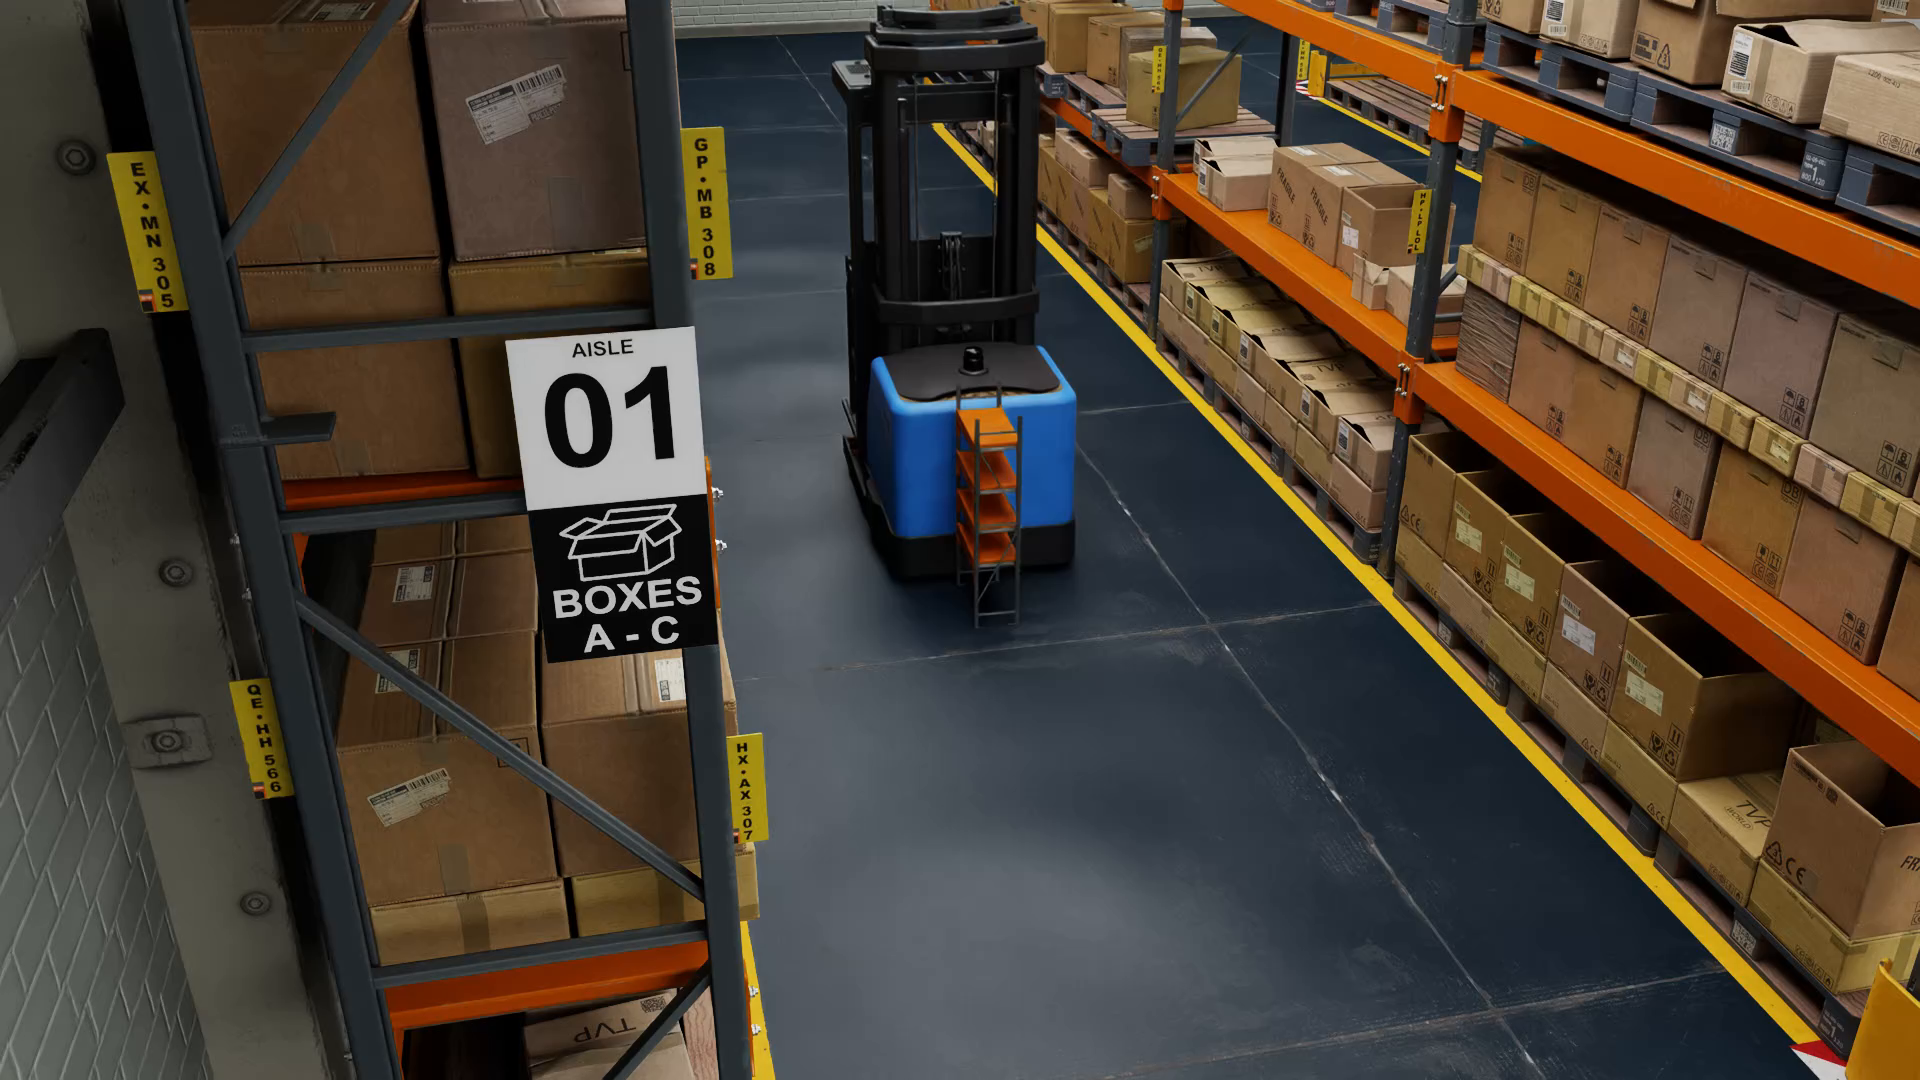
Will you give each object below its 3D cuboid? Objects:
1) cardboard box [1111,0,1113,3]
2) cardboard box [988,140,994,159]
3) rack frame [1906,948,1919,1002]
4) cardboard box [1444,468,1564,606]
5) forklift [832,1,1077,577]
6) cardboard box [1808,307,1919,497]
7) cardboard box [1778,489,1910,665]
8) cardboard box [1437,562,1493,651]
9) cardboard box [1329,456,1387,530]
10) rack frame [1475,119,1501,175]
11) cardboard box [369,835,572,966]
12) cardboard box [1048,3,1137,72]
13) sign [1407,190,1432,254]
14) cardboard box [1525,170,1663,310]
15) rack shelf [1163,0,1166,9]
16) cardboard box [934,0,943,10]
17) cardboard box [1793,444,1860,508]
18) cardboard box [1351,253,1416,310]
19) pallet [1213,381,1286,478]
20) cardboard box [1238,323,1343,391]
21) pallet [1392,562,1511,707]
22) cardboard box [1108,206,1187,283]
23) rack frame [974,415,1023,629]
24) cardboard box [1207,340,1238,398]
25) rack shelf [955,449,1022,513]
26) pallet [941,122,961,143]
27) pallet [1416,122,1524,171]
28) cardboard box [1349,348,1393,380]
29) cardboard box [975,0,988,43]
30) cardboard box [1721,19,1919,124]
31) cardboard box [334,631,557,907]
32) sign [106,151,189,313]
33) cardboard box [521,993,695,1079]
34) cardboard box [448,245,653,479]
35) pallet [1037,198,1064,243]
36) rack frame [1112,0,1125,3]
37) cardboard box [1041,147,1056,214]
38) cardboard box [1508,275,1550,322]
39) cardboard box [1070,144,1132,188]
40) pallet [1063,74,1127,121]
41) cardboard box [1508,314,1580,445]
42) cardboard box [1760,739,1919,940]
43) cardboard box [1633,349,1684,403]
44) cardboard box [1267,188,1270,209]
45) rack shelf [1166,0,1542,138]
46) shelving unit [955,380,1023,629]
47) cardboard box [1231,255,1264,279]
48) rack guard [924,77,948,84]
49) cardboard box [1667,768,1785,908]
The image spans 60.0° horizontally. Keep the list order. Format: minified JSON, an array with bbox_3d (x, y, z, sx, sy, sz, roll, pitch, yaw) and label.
[{"bbox_3d":[1.218,-5.426,15.950,0.500,0.500,0.500,-5,27,-10],"label":"cardboard box"},{"bbox_3d":[0.503,-4.003,17.027,0.380,0.149,0.250,-6,27,-12],"label":"cardboard box"},{"bbox_3d":[3.752,0.569,5.294,0.949,2.616,0.053,-6,27,-12],"label":"rack frame"},{"bbox_3d":[2.773,-0.028,8.230,0.500,0.500,0.500,-6,27,-12],"label":"cardboard box"},{"bbox_3d":[-0.141,-1.748,9.960,1.130,2.935,3.031,-5,27,-10],"label":"forklift"},{"bbox_3d":[3.526,-0.515,5.890,0.700,0.500,0.500,-7,28,-13],"label":"cardboard box"},{"bbox_3d":[3.539,0.088,6.136,0.700,0.500,0.500,-5,27,-10],"label":"cardboard box"},{"bbox_3d":[2.770,0.307,8.398,0.500,0.250,0.500,-6,27,-12],"label":"cardboard box"},{"bbox_3d":[2.478,-0.300,9.601,0.500,0.250,0.500,-6,27,-12],"label":"cardboard box"},{"bbox_3d":[5.877,-5.201,16.725,1.000,3.000,0.127,-6,27,-12],"label":"rack frame"},{"bbox_3d":[-1.365,0.946,4.691,0.500,0.250,0.500,-6,27,-11],"label":"cardboard box"},{"bbox_3d":[1.156,-4.405,14.572,0.700,0.500,0.500,-2,27,-3],"label":"cardboard box"},{"bbox_3d":[2.327,-1.609,8.413,0.100,0.325,0.005,-6,27,-12],"label":"sign"},{"bbox_3d":[3.075,-1.395,7.635,0.700,0.500,0.500,-6,27,-12],"label":"cardboard box"},{"bbox_3d":[1.501,-4.839,13.478,1.077,0.370,4.000,-6,27,-12],"label":"rack shelf"},{"bbox_3d":[-0.008,-6.278,18.749,0.500,0.500,0.500,-5,27,-11],"label":"cardboard box"},{"bbox_3d":[3.311,-0.252,6.089,0.380,0.149,0.250,-6,27,-11],"label":"cardboard box"},{"bbox_3d":[2.476,-1.495,9.531,0.396,0.266,0.258,-7,28,-13],"label":"cardboard box"},{"bbox_3d":[2.371,-0.799,11.098,1.003,0.211,1.213,-6,27,-12],"label":"pallet"},{"bbox_3d":[2.140,-1.214,10.790,0.500,0.311,0.500,-6,27,-12],"label":"cardboard box"},{"bbox_3d":[2.992,0.411,8.701,1.003,0.211,1.213,-6,27,-12],"label":"pallet"},{"bbox_3d":[1.513,-2.411,13.483,0.500,0.500,0.500,-5,27,-10],"label":"cardboard box"},{"bbox_3d":[0.194,-0.075,8.567,0.240,1.200,0.015,-5,27,-10],"label":"rack frame"},{"bbox_3d":[2.021,-1.195,11.375,0.500,0.250,0.500,-7,28,-13],"label":"cardboard box"},{"bbox_3d":[0.147,-0.323,8.710,0.258,0.148,0.480,-5,27,-10],"label":"rack shelf"},{"bbox_3d":[0.347,-4.827,19.080,1.003,0.211,1.213,-6,27,-12],"label":"pallet"},{"bbox_3d":[5.674,-4.275,17.985,1.003,0.211,1.213,-6,27,-12],"label":"pallet"},{"bbox_3d":[2.777,-1.052,10.468,0.500,0.311,0.500,-7,28,-13],"label":"cardboard box"},{"bbox_3d":[0.452,-5.389,16.986,0.500,0.500,0.500,-5,27,-10],"label":"cardboard box"},{"bbox_3d":[3.113,-1.703,5.944,0.500,0.311,0.500,-3,27,-6],"label":"cardboard box"},{"bbox_3d":[-1.384,0.611,4.522,0.500,0.500,0.500,-6,27,-12],"label":"cardboard box"},{"bbox_3d":[-1.616,-0.613,3.325,0.100,0.325,0.005,-6,27,-12],"label":"sign"},{"bbox_3d":[-1.139,1.764,5.421,0.500,0.311,0.500,-9,28,-17],"label":"cardboard box"},{"bbox_3d":[-0.902,-0.491,3.933,0.500,0.500,0.500,-5,27,-10],"label":"cardboard box"},{"bbox_3d":[1.271,-3.101,15.660,1.003,0.211,1.213,-6,27,-12],"label":"pallet"},{"bbox_3d":[1.051,-4.699,15.731,1.000,3.000,0.127,-6,27,-12],"label":"rack frame"},{"bbox_3d":[1.053,-3.310,15.264,0.500,0.500,0.500,-6,27,-11],"label":"cardboard box"},{"bbox_3d":[2.842,-1.161,7.889,0.380,0.149,0.250,-7,28,-13],"label":"cardboard box"},{"bbox_3d":[1.261,-3.218,14.251,0.500,0.250,0.500,-6,27,-13],"label":"cardboard box"},{"bbox_3d":[1.509,-3.711,13.986,1.003,0.211,1.213,-6,27,-12],"label":"pallet"},{"bbox_3d":[3.085,-0.807,7.909,0.700,0.500,0.500,-6,27,-12],"label":"cardboard box"},{"bbox_3d":[3.344,1.069,6.057,0.500,0.500,0.500,-6,27,-12],"label":"cardboard box"},{"bbox_3d":[3.078,-0.704,6.985,0.380,0.149,0.250,-6,27,-12],"label":"cardboard box"},{"bbox_3d":[2.294,-2.277,11.211,0.380,0.149,0.250,-4,27,-8],"label":"cardboard box"},{"bbox_3d":[2.403,-3.083,9.999,1.077,0.370,4.000,-6,27,-12],"label":"rack shelf"},{"bbox_3d":[0.147,-0.183,8.781,0.258,1.200,0.503,-5,27,-10],"label":"shelving unit"},{"bbox_3d":[2.310,-1.949,12.245,0.500,0.311,0.500,-5,27,-10],"label":"cardboard box"},{"bbox_3d":[0.166,-5.306,19.708,1.175,0.500,0.348,-6,27,-12],"label":"rack guard"},{"bbox_3d":[3.222,1.185,6.659,0.500,0.250,0.500,-6,27,-12],"label":"cardboard box"}]
